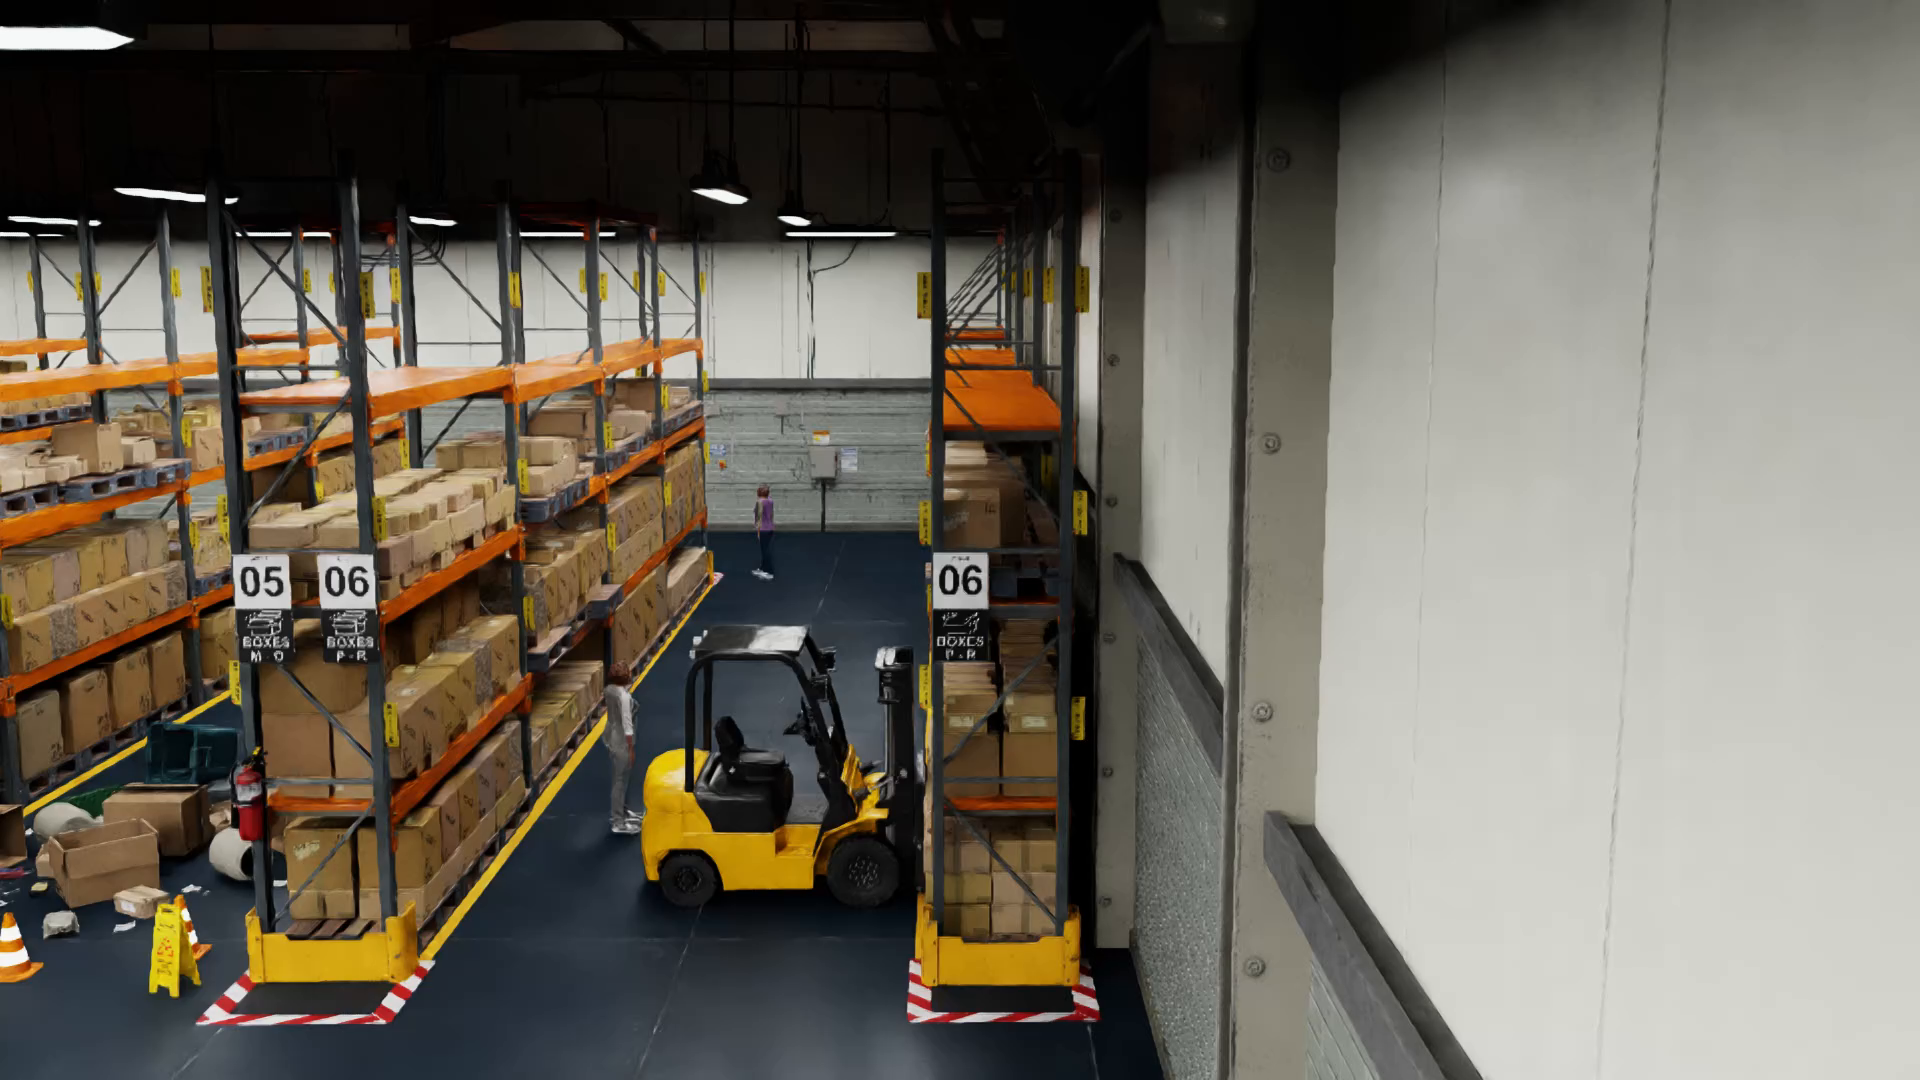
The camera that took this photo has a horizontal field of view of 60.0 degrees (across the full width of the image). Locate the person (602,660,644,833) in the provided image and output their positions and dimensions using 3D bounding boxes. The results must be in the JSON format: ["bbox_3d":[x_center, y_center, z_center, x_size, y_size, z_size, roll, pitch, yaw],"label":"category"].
[{"bbox_3d":[-3.130,1.924,15.500,0.395,1.566,0.469,-6,11,-32],"label":"person"}]

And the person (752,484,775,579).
[{"bbox_3d":[-3.369,-0.164,28.377,0.540,1.595,0.590,3,10,20],"label":"person"}]
